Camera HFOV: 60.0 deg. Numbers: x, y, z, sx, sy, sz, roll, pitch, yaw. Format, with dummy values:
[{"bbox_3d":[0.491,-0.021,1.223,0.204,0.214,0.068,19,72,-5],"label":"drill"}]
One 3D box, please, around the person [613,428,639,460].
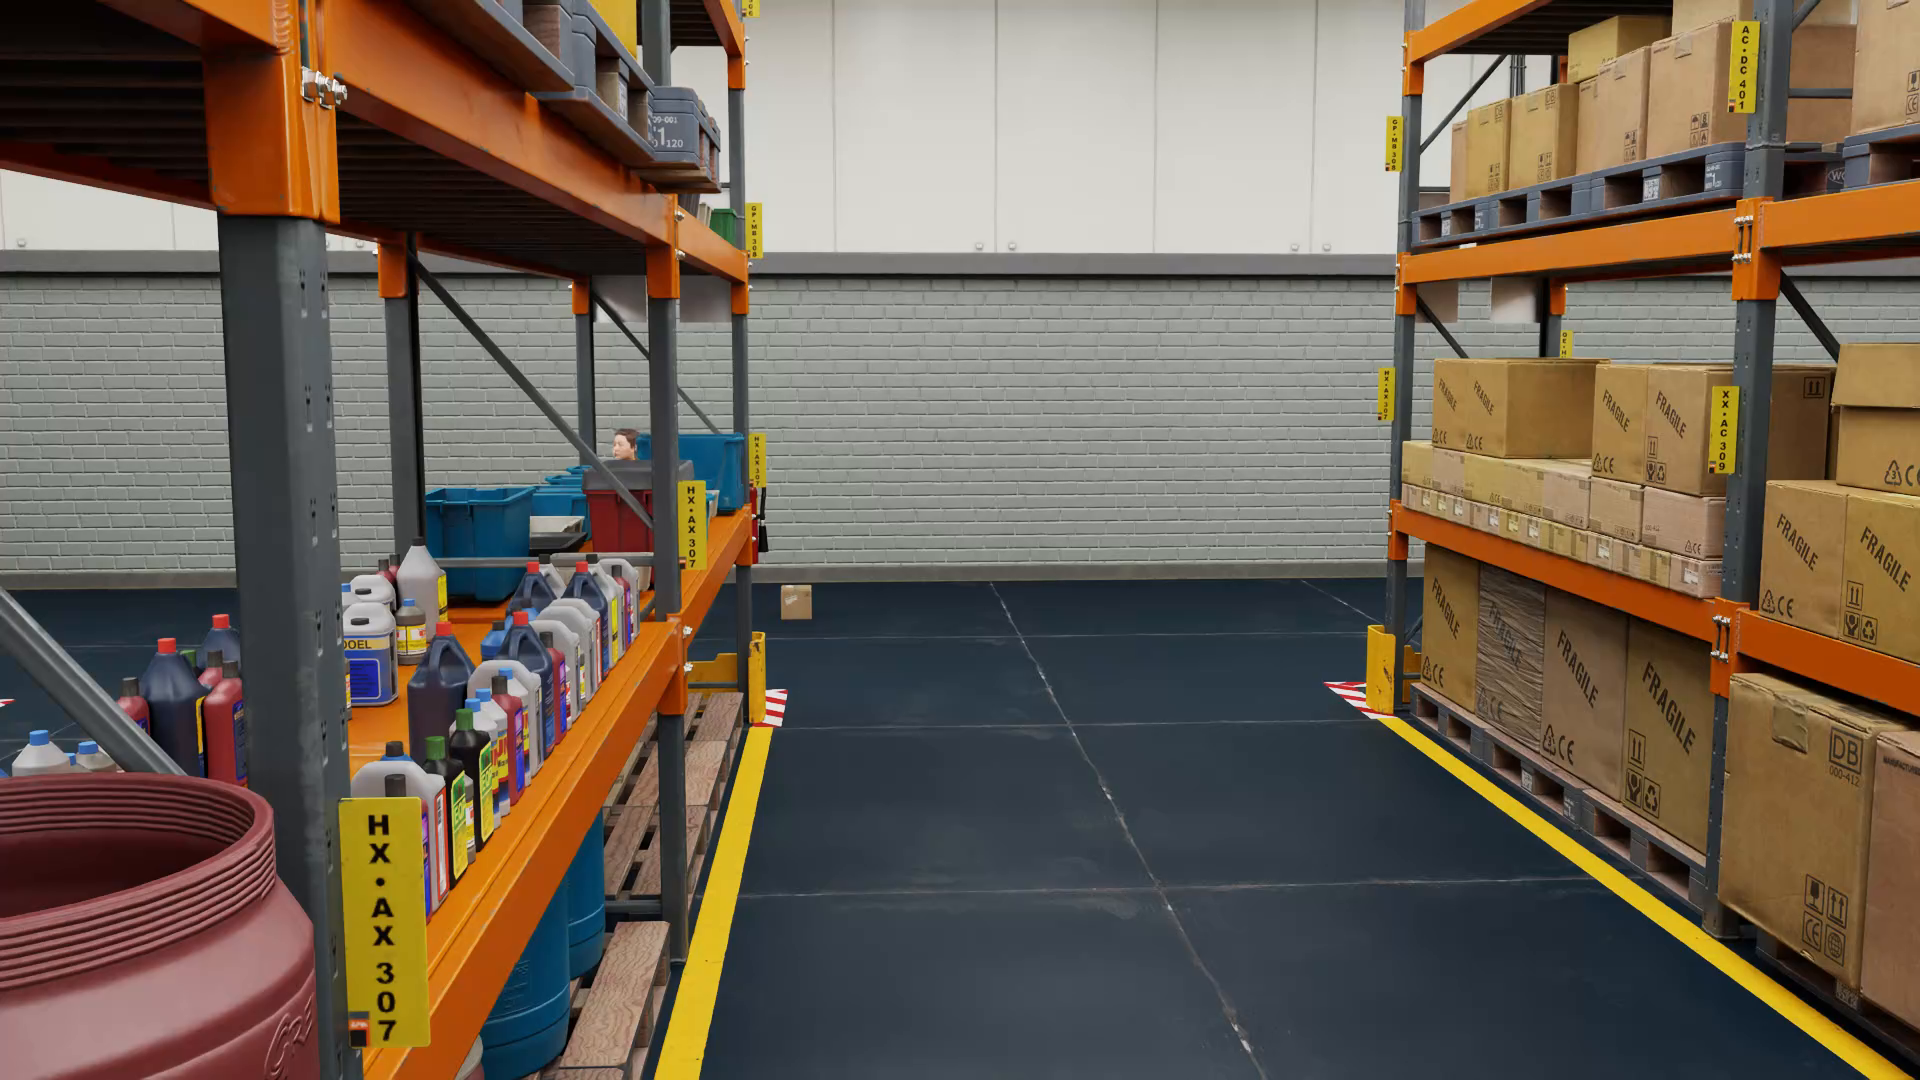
[{"bbox_3d":[-2.524,-0.019,12.295,0.458,1.605,1.027,7,10,44],"label":"person"}]
